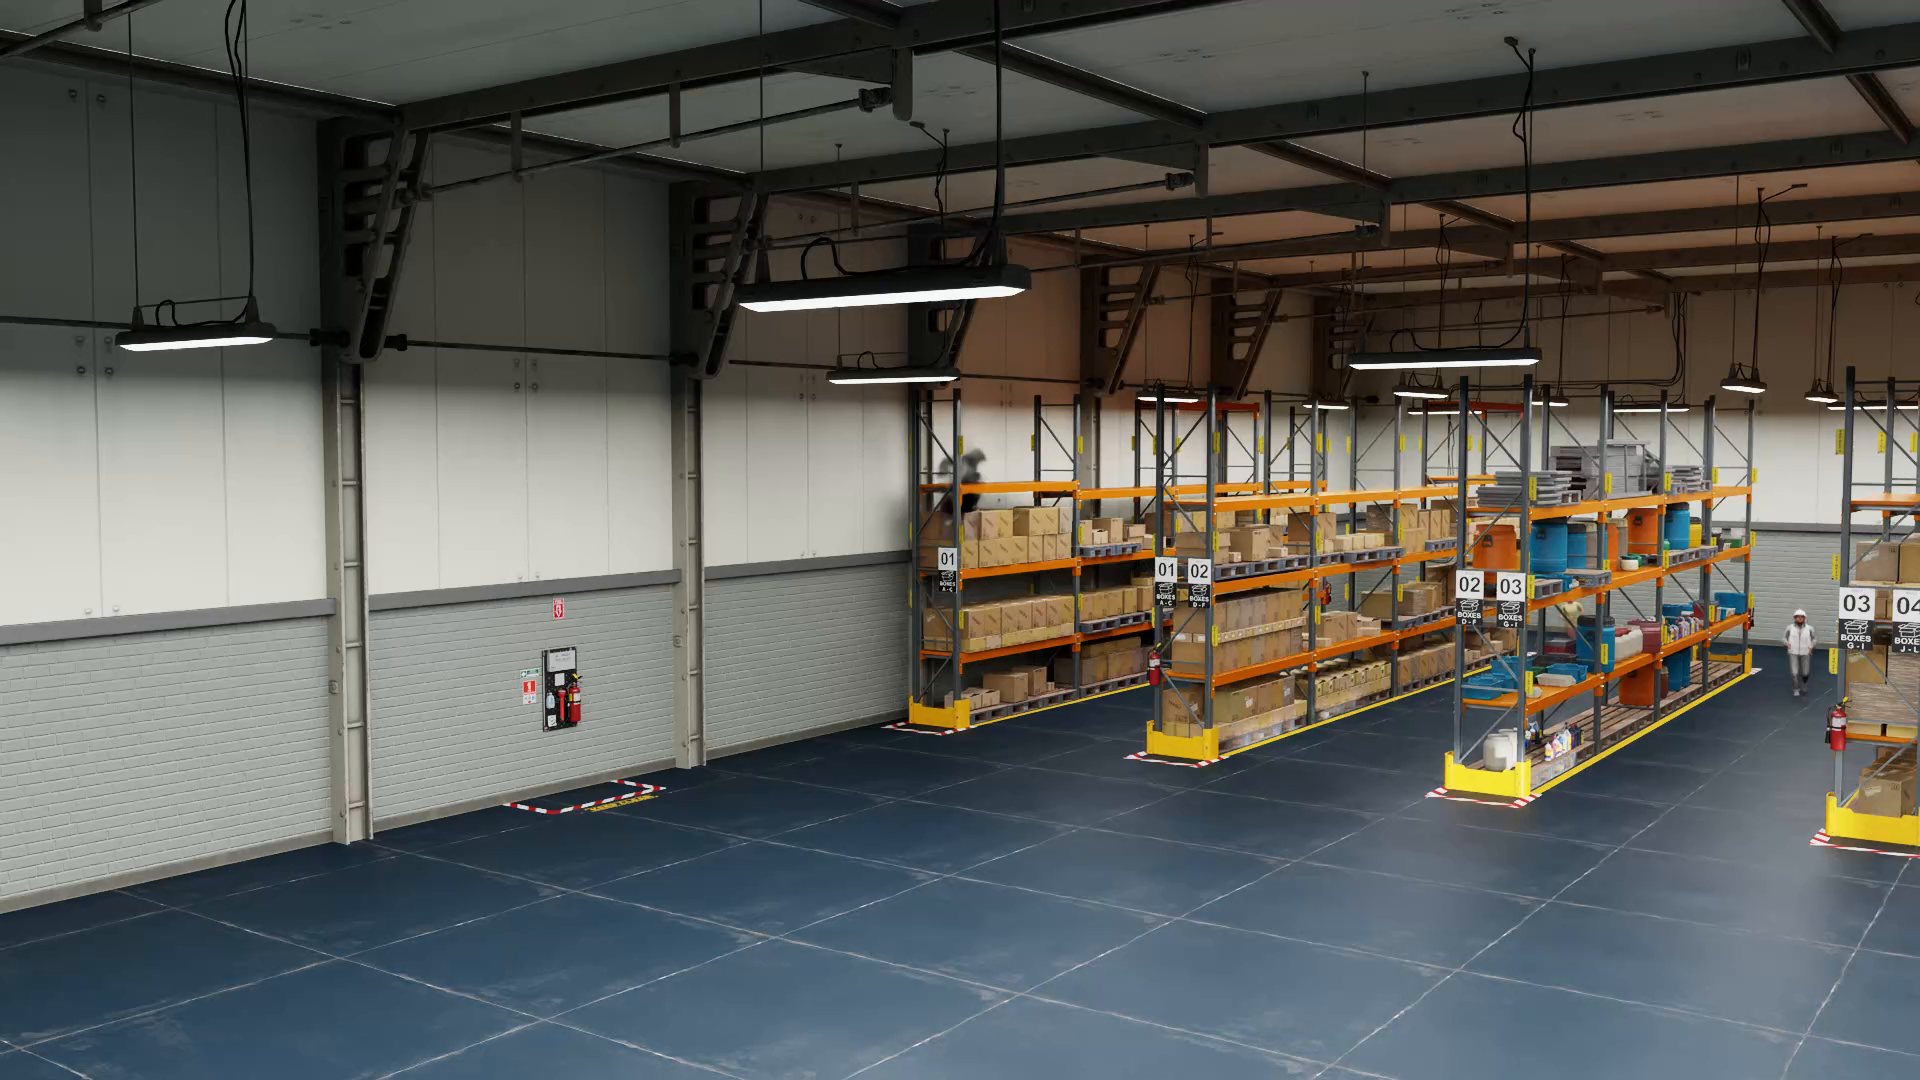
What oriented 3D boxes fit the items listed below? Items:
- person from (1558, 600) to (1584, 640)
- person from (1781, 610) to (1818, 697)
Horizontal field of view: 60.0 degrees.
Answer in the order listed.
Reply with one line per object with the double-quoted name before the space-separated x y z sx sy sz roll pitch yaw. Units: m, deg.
"person" 14.054 2.010 38.212 0.588 1.683 0.644 1 3 18
"person" 16.684 2.254 33.058 0.655 1.723 0.601 2 4 26
